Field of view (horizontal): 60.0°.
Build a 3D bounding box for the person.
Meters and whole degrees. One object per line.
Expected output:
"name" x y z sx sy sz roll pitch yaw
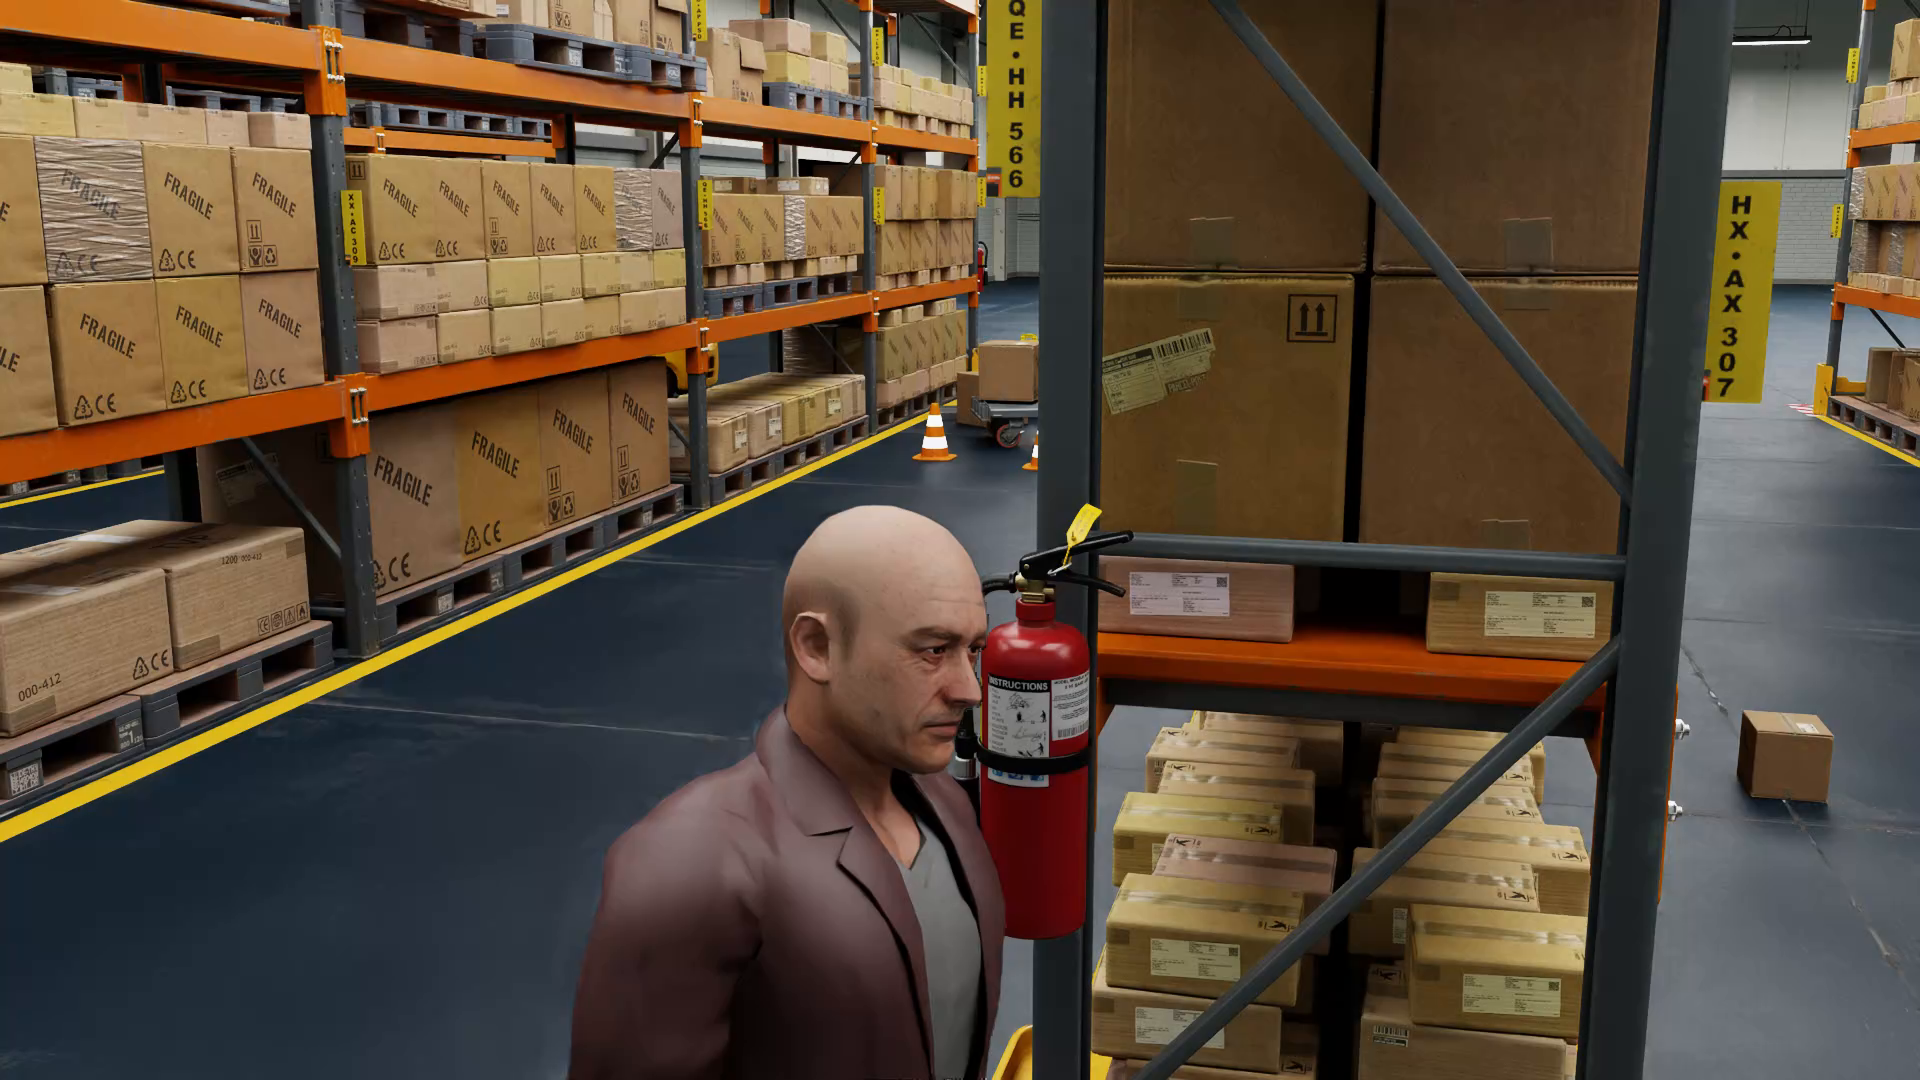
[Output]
"person" -0.204 0.889 1.732 0.678 1.643 0.620 5 12 24
